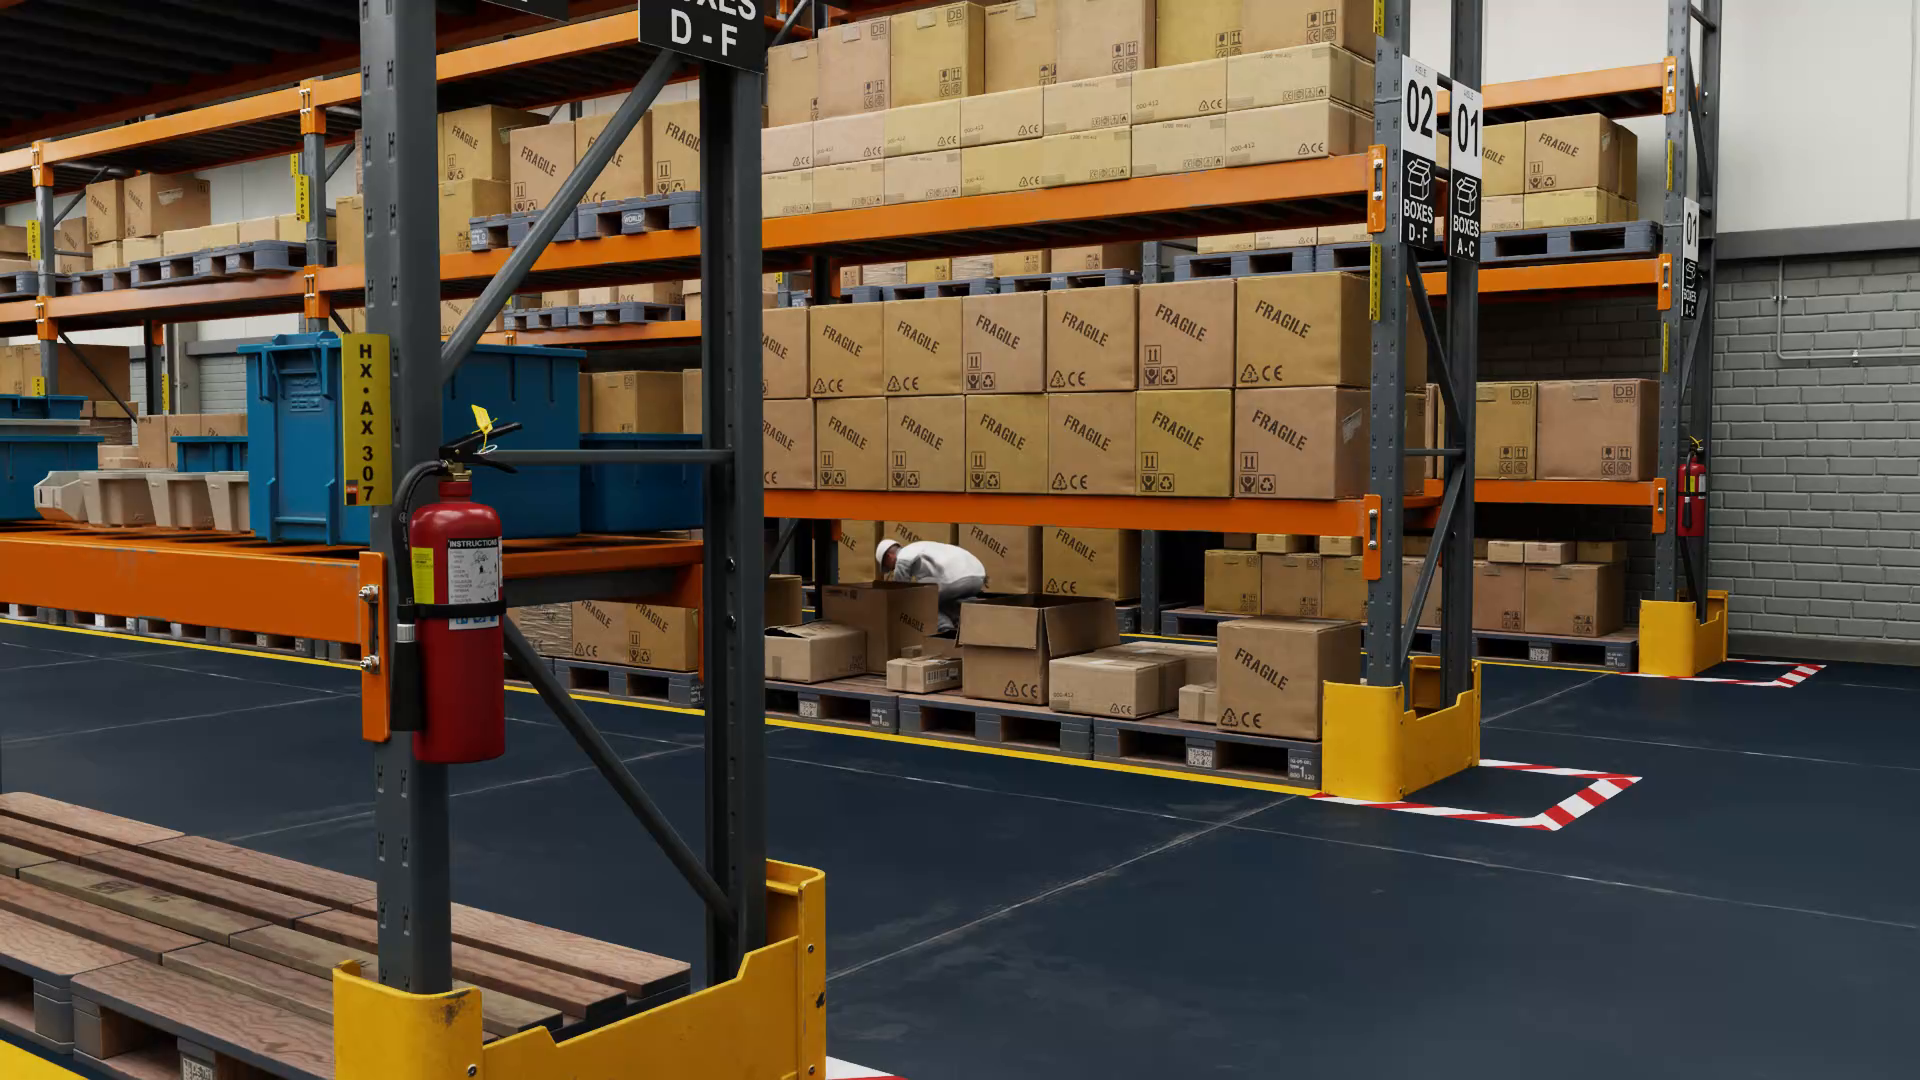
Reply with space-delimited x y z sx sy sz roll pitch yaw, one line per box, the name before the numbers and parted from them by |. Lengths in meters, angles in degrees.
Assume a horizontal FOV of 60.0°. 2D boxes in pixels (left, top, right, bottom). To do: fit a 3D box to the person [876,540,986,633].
person | -0.267 0.410 13.685 0.981 0.799 0.512 2 4 36
